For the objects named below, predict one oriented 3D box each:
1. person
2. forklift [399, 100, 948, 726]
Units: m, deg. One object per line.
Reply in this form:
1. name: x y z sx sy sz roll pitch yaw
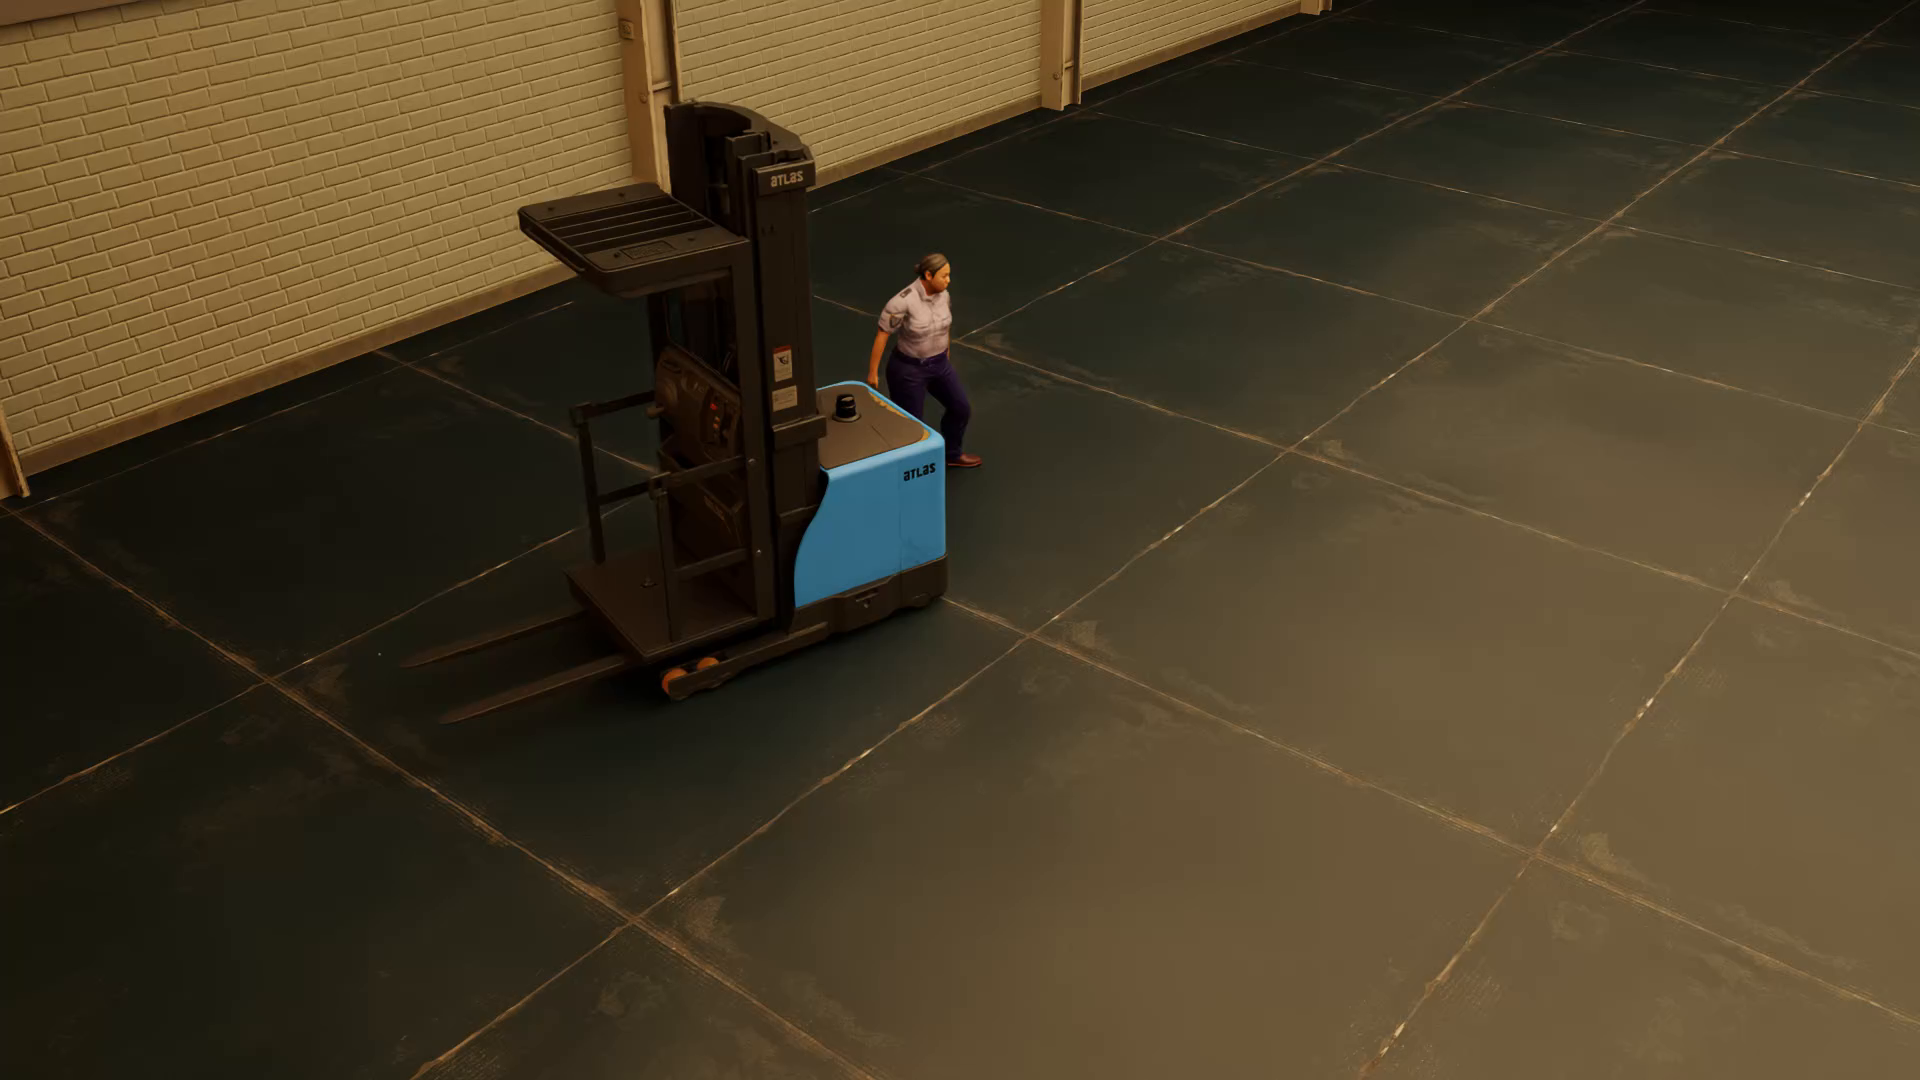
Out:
1. person: -0.246 -1.121 10.853 0.830 1.625 0.401 -23 37 -34
2. forklift: -1.575 -0.703 8.798 3.031 2.935 1.130 -19 35 -29
